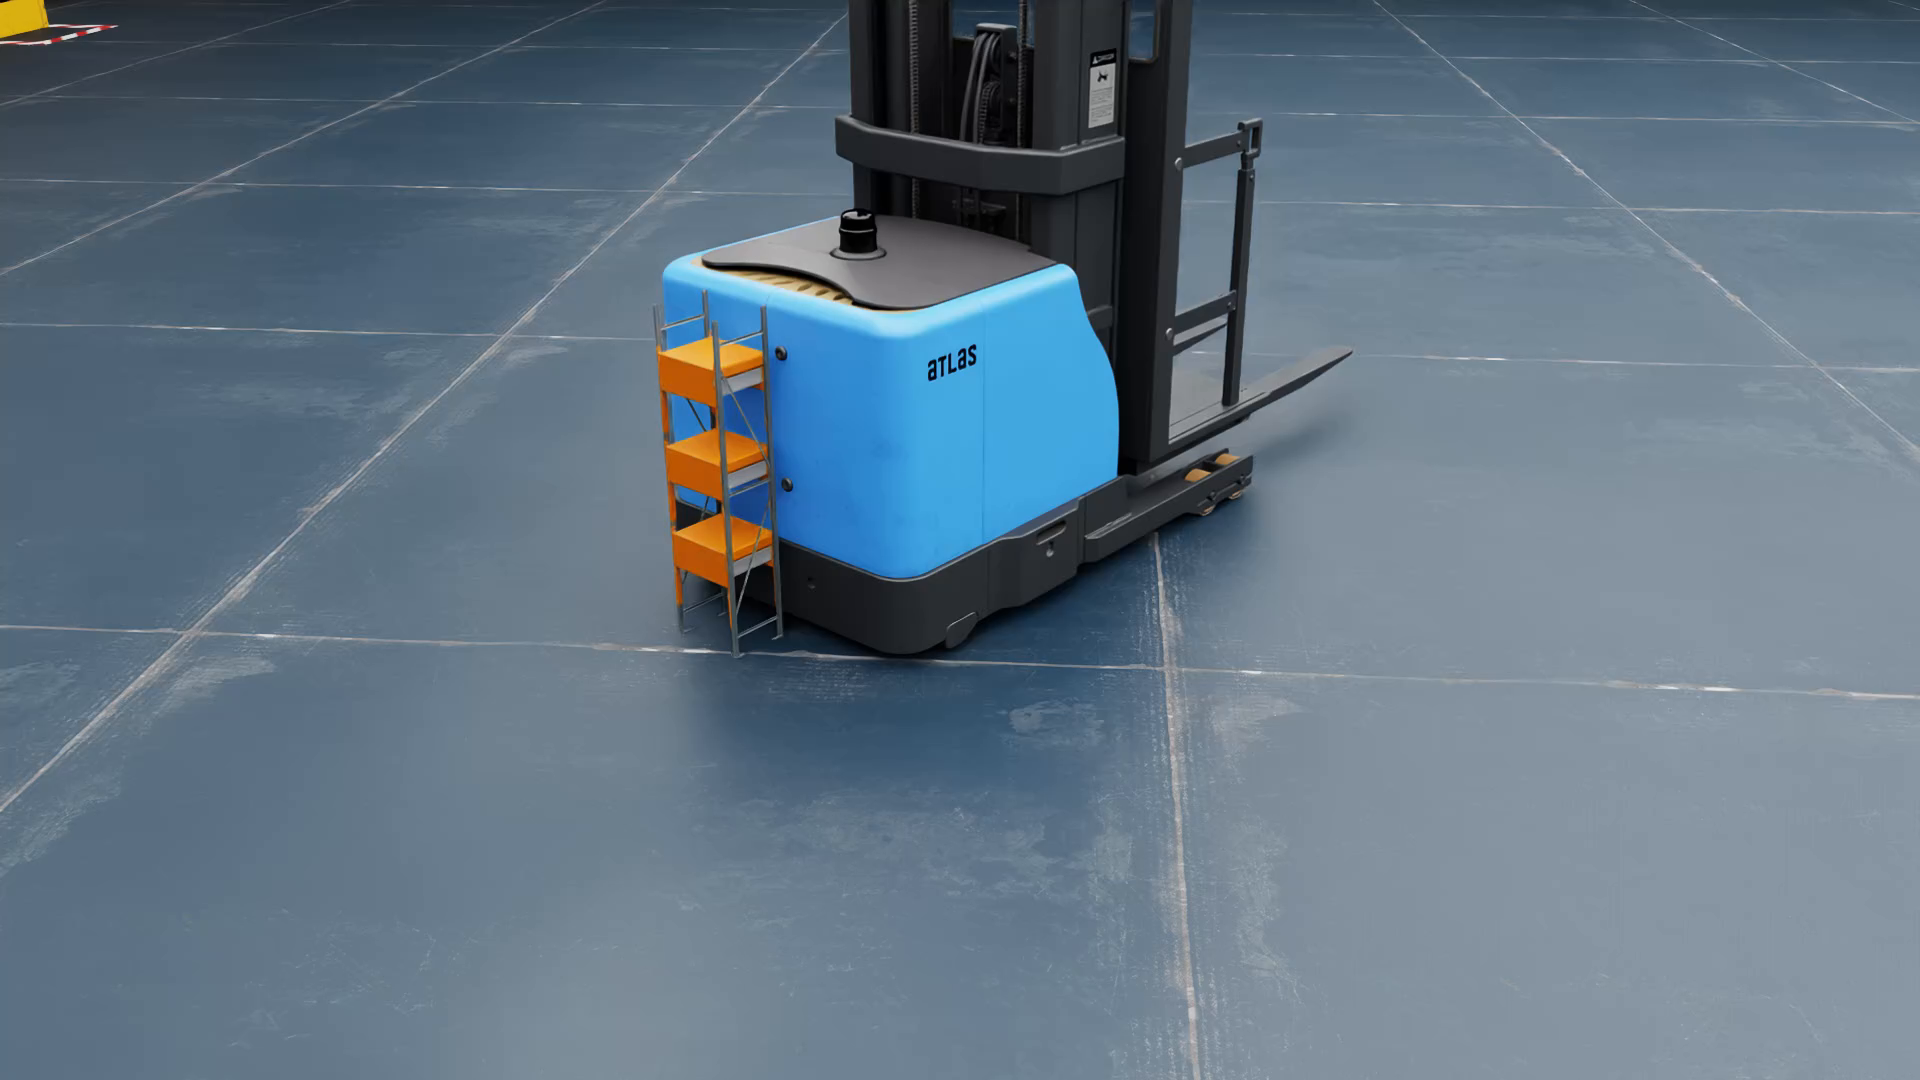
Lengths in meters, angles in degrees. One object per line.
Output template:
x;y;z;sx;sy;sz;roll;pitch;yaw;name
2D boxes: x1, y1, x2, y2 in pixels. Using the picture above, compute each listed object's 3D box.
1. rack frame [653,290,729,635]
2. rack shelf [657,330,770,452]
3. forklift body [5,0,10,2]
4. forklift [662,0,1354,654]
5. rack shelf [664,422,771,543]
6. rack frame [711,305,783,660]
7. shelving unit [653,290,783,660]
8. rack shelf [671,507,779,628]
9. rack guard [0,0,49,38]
-0.797;-0.216;4.963;0.008;1.050;0.200;19;31;36;rack frame
-0.704;-0.431;4.777;0.240;0.259;0.215;19;31;36;rack shelf
-11.356;-7.515;19.509;1.214;2.155;2.313;2;25;4;forklift body
0.417;-1.538;5.587;1.130;2.935;3.031;19;31;36;forklift
-0.704;-0.173;4.896;0.240;0.259;0.215;19;31;36;rack shelf
-0.610;-0.150;4.820;0.008;1.050;0.200;19;31;36;rack frame
-0.704;-0.183;4.891;0.252;1.050;0.215;19;31;36;shelving unit
-0.703;0.079;5.012;0.240;0.259;0.215;19;31;36;rack shelf
-9.778;-5.398;16.884;0.348;0.500;1.175;2;25;4;rack guard
